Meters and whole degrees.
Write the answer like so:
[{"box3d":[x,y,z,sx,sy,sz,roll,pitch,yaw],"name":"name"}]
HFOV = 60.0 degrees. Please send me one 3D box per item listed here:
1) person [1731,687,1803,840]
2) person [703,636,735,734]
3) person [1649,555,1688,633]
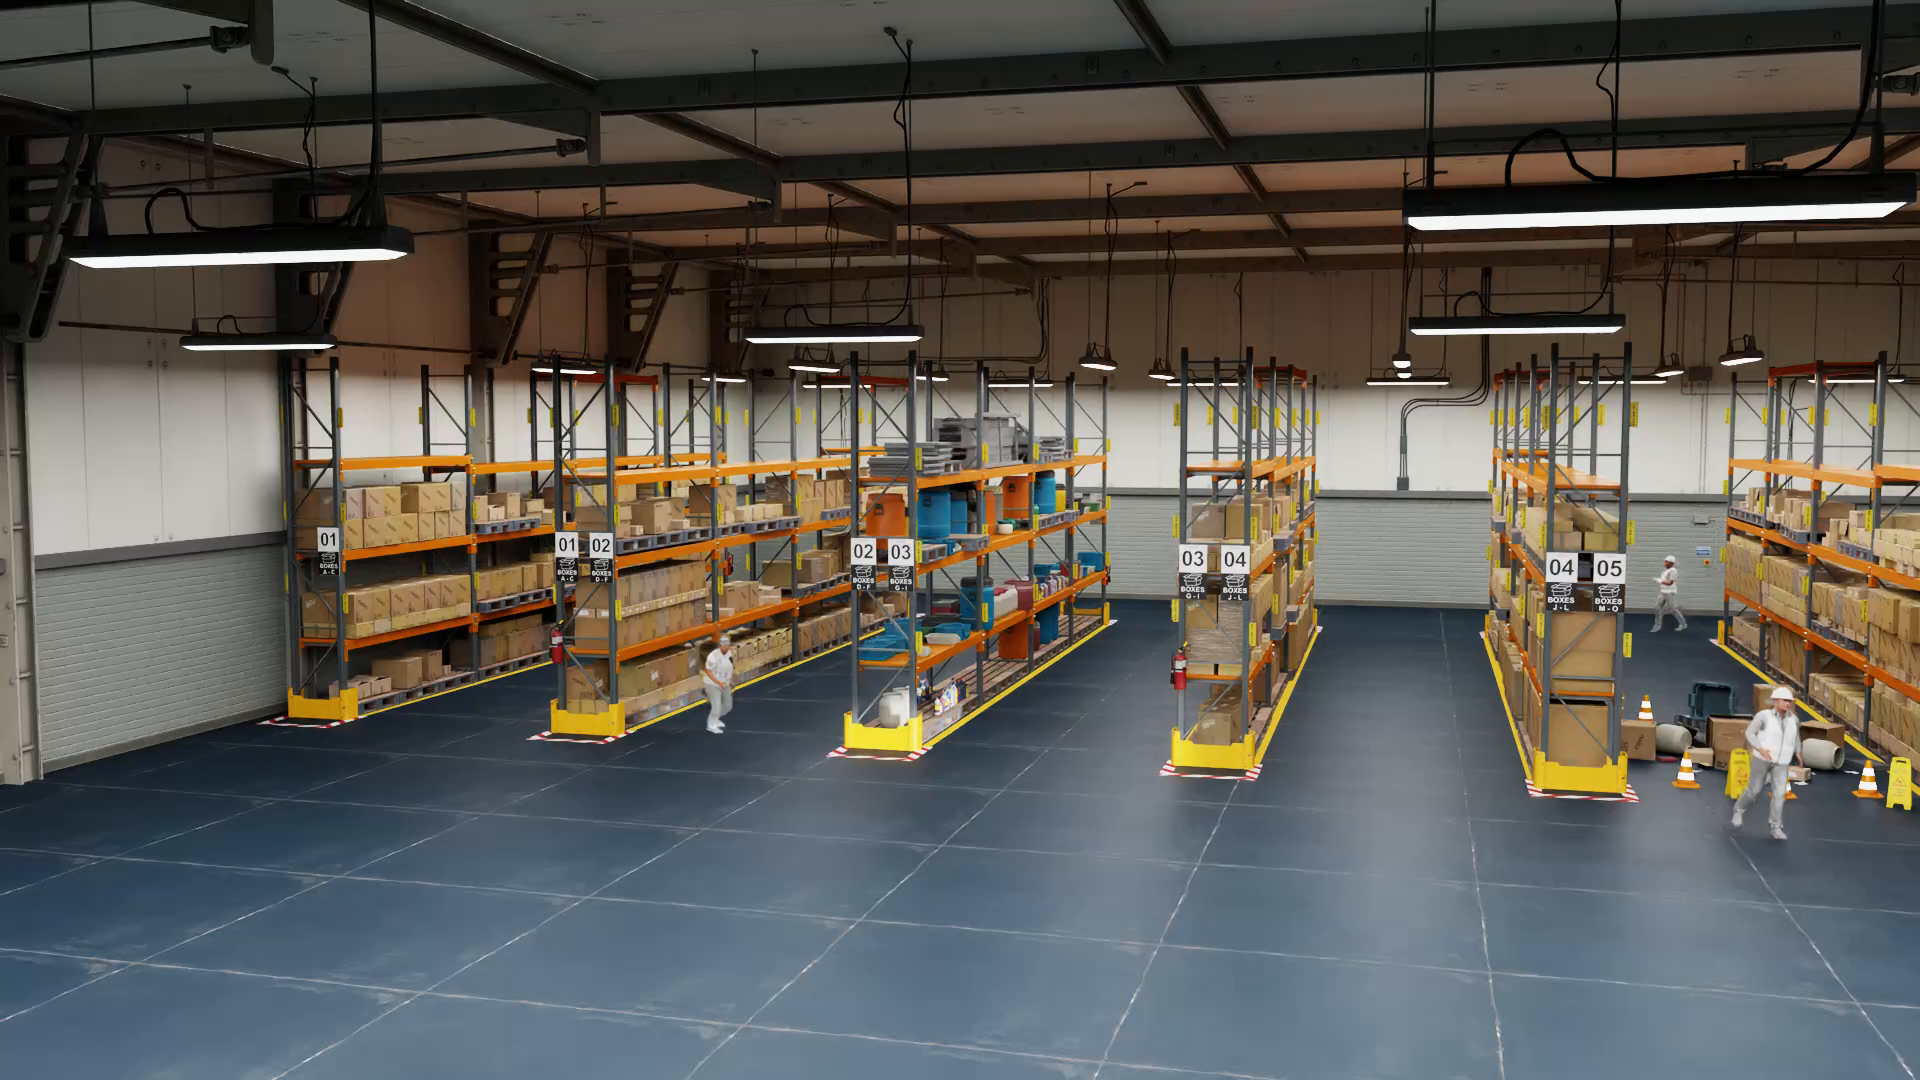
[{"box3d":[9.746,2.628,19.890,0.690,1.754,0.916,0,4,1],"name":"person"},{"box3d":[-3.838,2.296,26.336,0.747,1.594,0.582,4,6,42],"name":"person"},{"box3d":[16.445,1.273,38.553,0.810,1.842,0.673,0,4,6],"name":"person"}]
